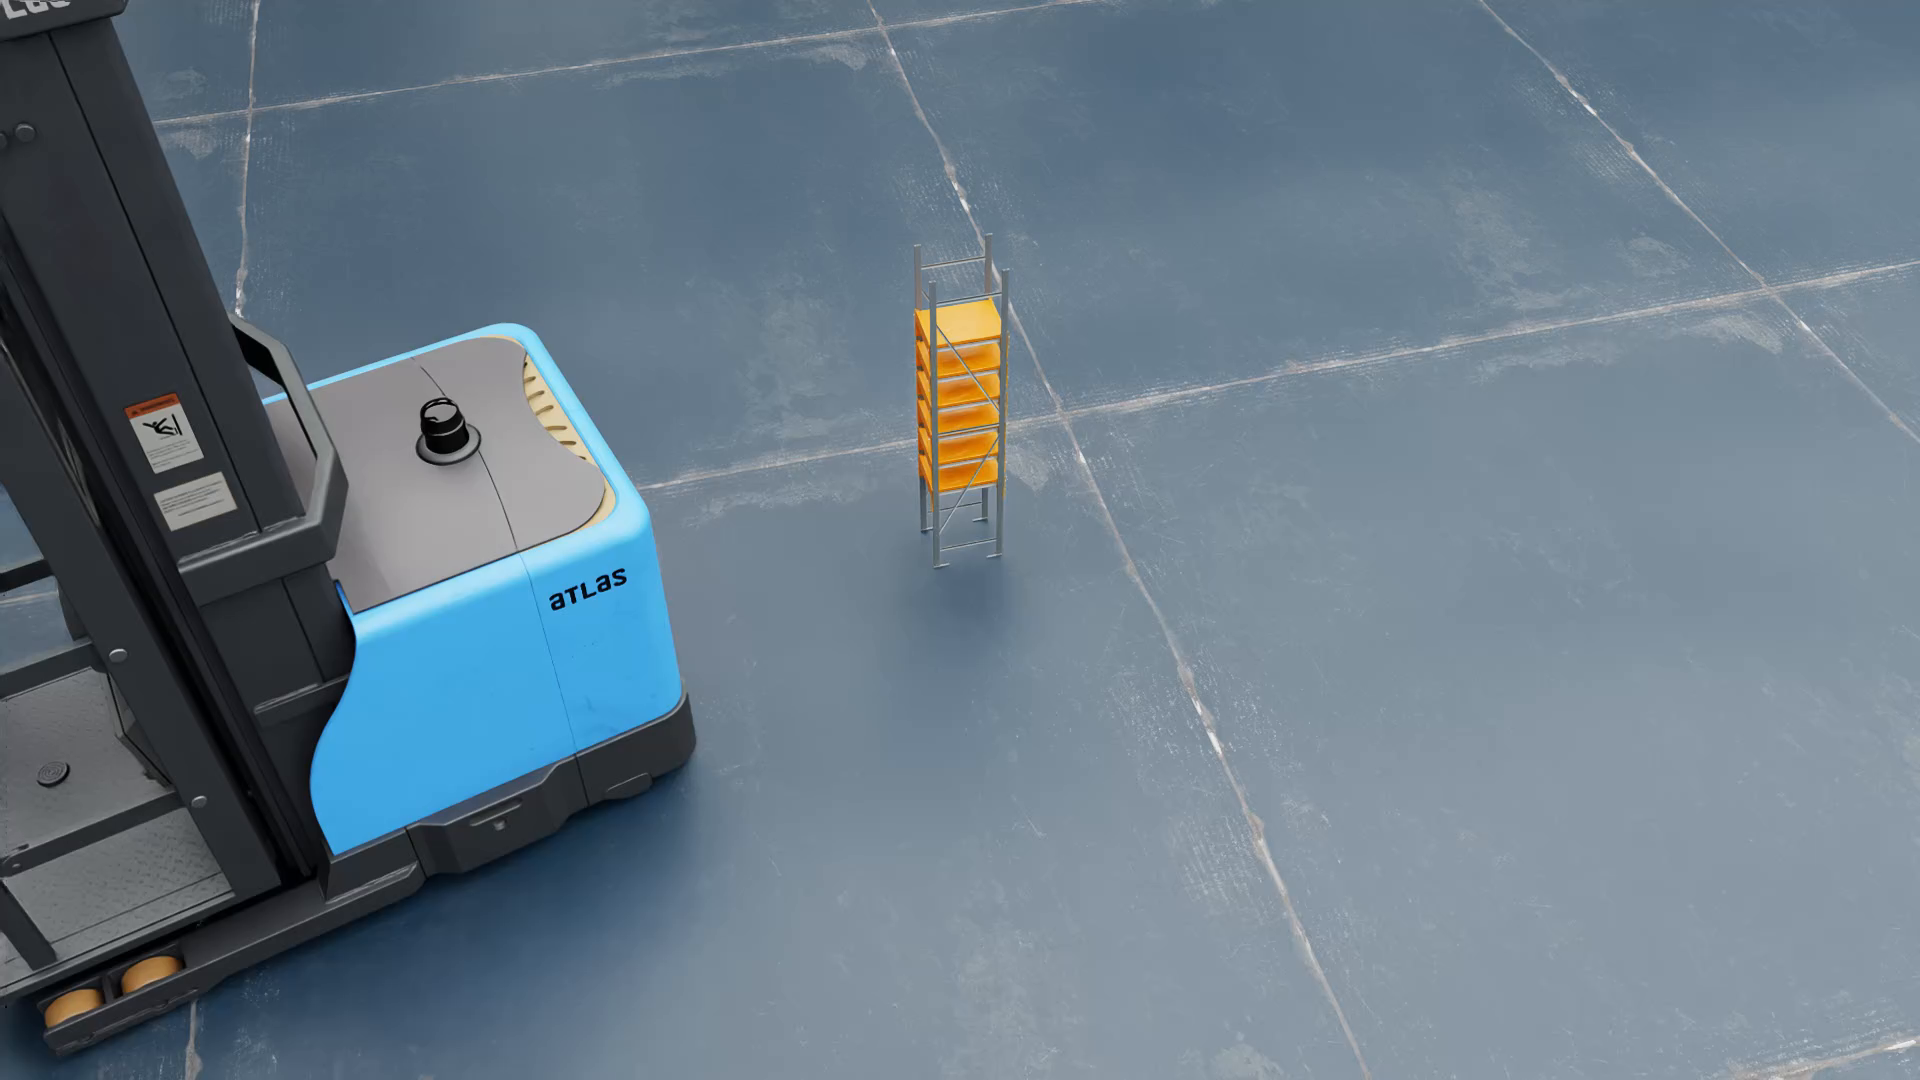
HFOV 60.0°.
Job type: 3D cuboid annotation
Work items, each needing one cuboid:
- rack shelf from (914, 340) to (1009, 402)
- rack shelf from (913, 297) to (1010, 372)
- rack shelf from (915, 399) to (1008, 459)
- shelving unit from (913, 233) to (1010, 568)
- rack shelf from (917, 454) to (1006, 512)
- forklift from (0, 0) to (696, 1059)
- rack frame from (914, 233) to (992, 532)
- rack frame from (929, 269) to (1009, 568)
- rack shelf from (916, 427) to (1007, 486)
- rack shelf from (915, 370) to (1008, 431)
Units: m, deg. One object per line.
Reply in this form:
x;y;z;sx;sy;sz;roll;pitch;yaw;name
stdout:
0.004;-0.547;5.172;0.258;0.103;0.180;-11;47;-10;rack shelf
0.004;-0.631;5.086;0.258;0.103;0.180;-11;47;-10;rack shelf
0.004;-0.379;5.343;0.258;0.103;0.180;-11;47;-10;rack shelf
0.004;-0.410;5.312;0.258;1.200;0.189;-11;47;-10;shelving unit
0.004;-0.211;5.515;0.258;0.103;0.180;-11;47;-10;rack shelf
-2.335;-0.110;3.806;3.031;2.935;1.130;-23;50;-21;forklift
-0.020;-0.473;5.374;0.240;1.200;0.006;-11;47;-10;rack frame
0.027;-0.347;5.250;0.240;1.200;0.006;-11;47;-10;rack frame
0.004;-0.295;5.429;0.258;0.103;0.180;-11;47;-10;rack shelf
0.004;-0.463;5.258;0.258;0.103;0.180;-11;47;-10;rack shelf
